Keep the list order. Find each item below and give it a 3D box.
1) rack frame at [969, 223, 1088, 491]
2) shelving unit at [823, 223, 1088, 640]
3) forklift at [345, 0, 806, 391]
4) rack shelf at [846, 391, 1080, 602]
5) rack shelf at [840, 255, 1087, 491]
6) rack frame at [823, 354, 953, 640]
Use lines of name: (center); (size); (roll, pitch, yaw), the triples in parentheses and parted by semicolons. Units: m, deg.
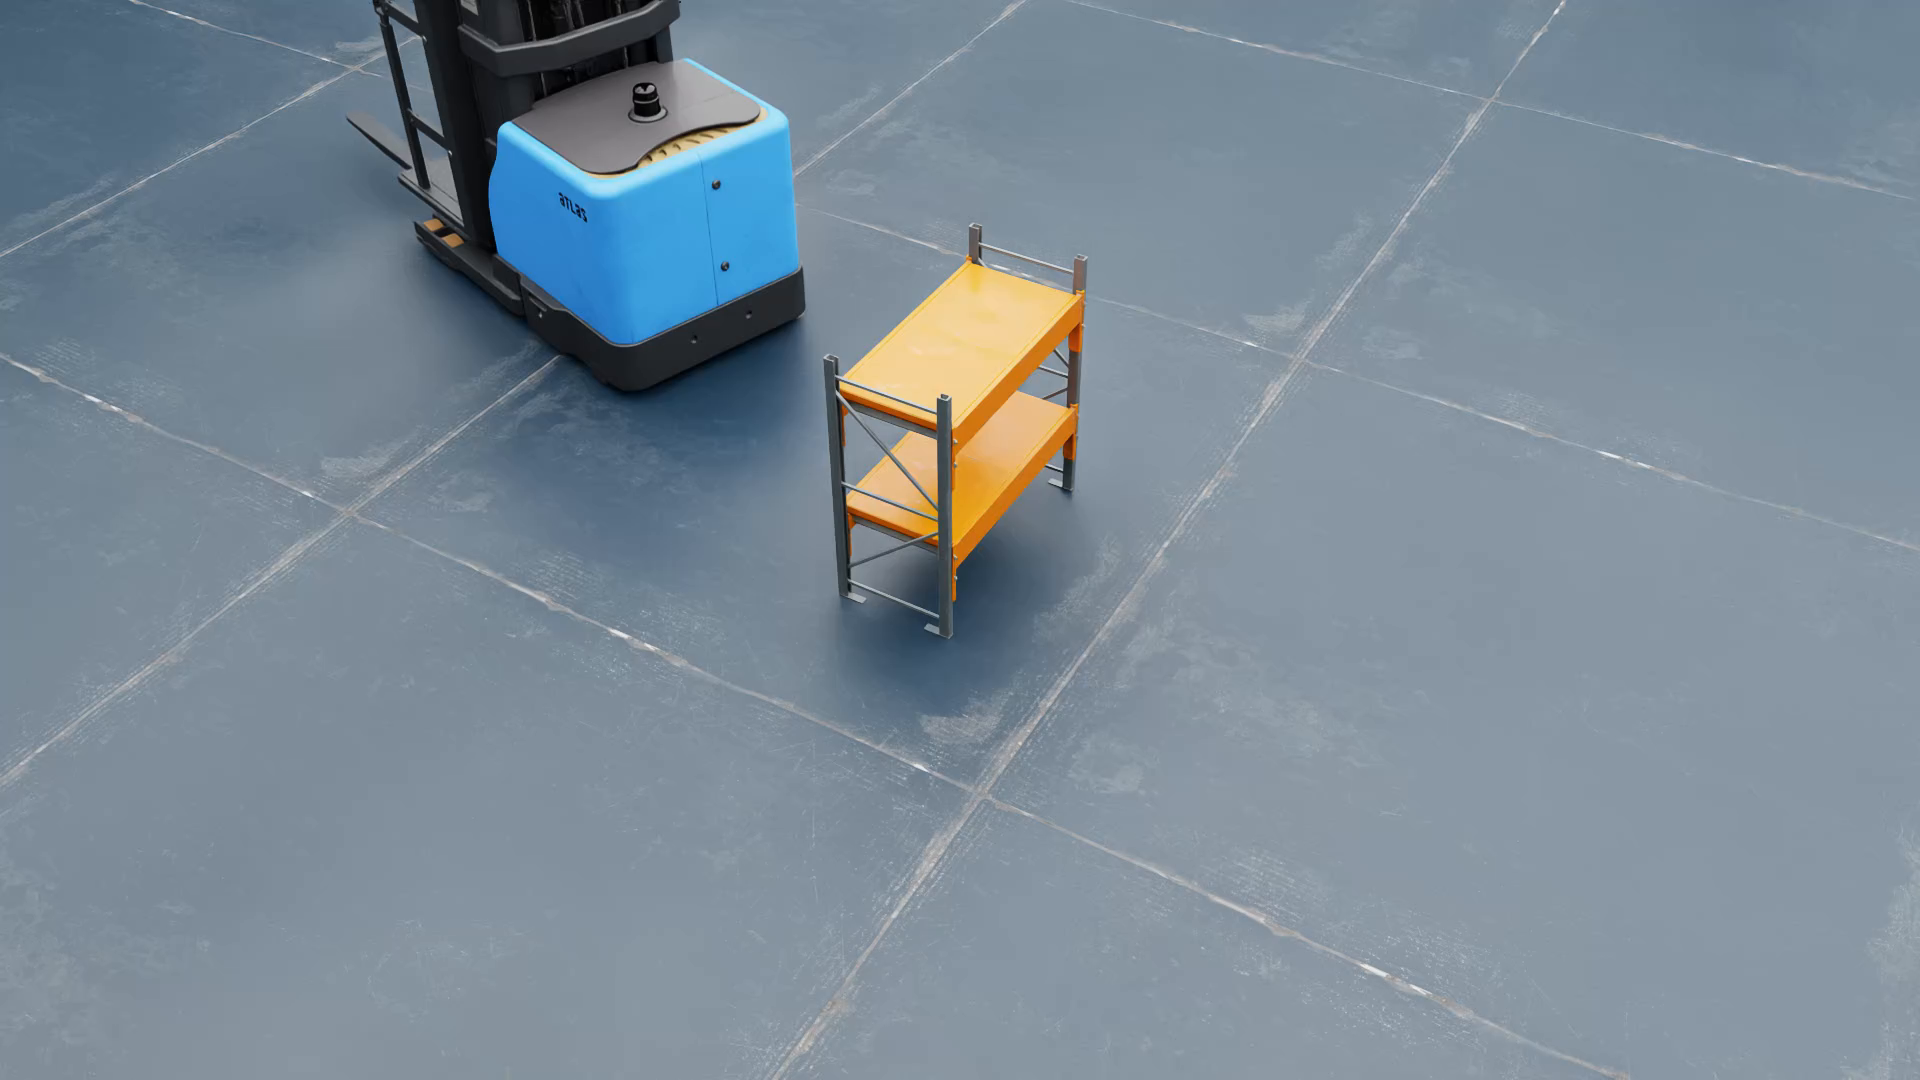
rack frame: (0.258, -0.717, 6.713); (0.500, 1.125, 0.032); (21, 45, 22)
shelving unit: (0.003, -0.426, 6.383); (0.538, 1.125, 1.048); (21, 45, 22)
forklift: (-2.088, -2.656, 7.548); (1.130, 2.935, 3.031); (-31, 50, -30)
rack shelf: (0.003, -0.243, 6.544); (0.538, 0.278, 1.000); (21, 45, 22)
rack shelf: (0.003, -0.646, 6.189); (0.538, 0.278, 1.000); (21, 45, 22)
rack frame: (-0.251, -0.135, 6.052); (0.500, 1.125, 0.032); (21, 45, 22)
